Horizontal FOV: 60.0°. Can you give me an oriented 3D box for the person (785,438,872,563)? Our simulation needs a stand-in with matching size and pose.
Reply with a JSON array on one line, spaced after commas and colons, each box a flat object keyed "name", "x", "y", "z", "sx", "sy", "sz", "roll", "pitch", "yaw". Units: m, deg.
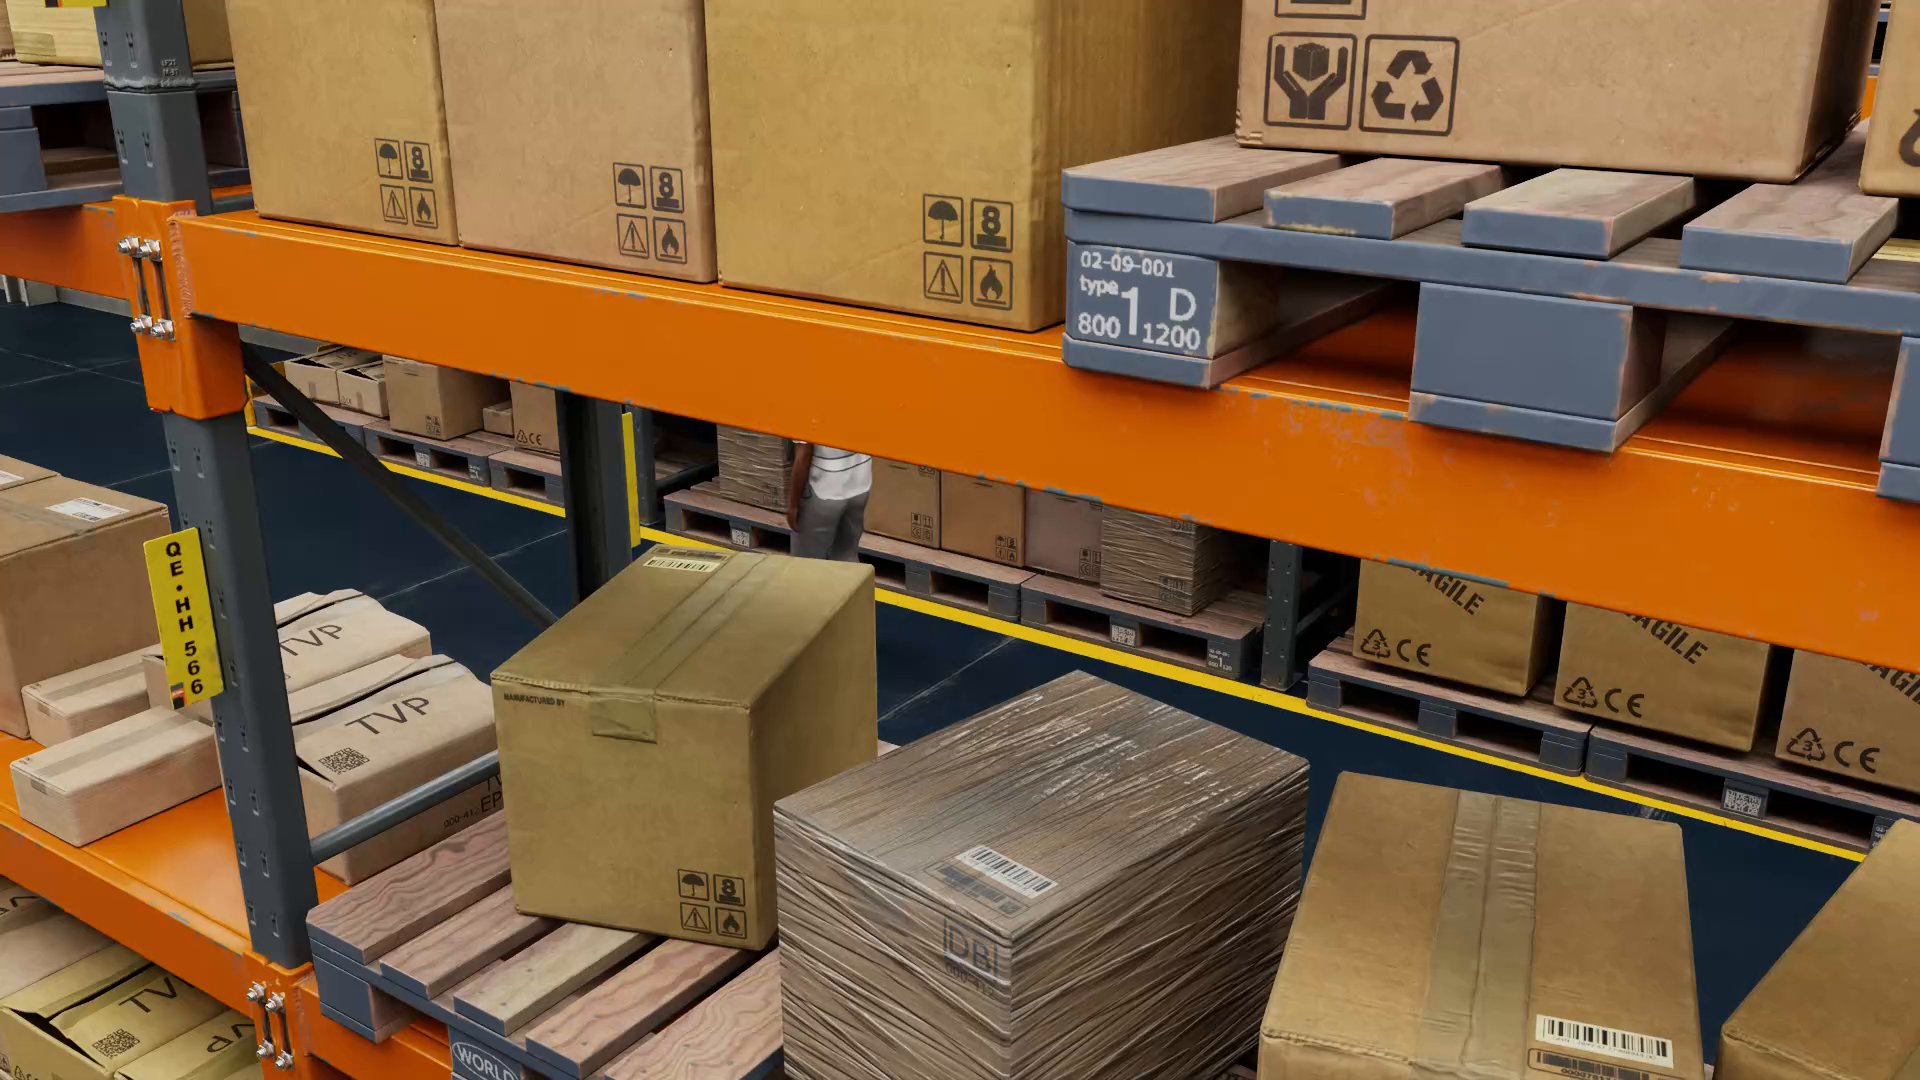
[{"name": "person", "x": -0.628, "y": -0.221, "z": 7.687, "sx": 0.421, "sy": 1.656, "sz": 0.503, "roll": 13, "pitch": 24, "yaw": 32}]
